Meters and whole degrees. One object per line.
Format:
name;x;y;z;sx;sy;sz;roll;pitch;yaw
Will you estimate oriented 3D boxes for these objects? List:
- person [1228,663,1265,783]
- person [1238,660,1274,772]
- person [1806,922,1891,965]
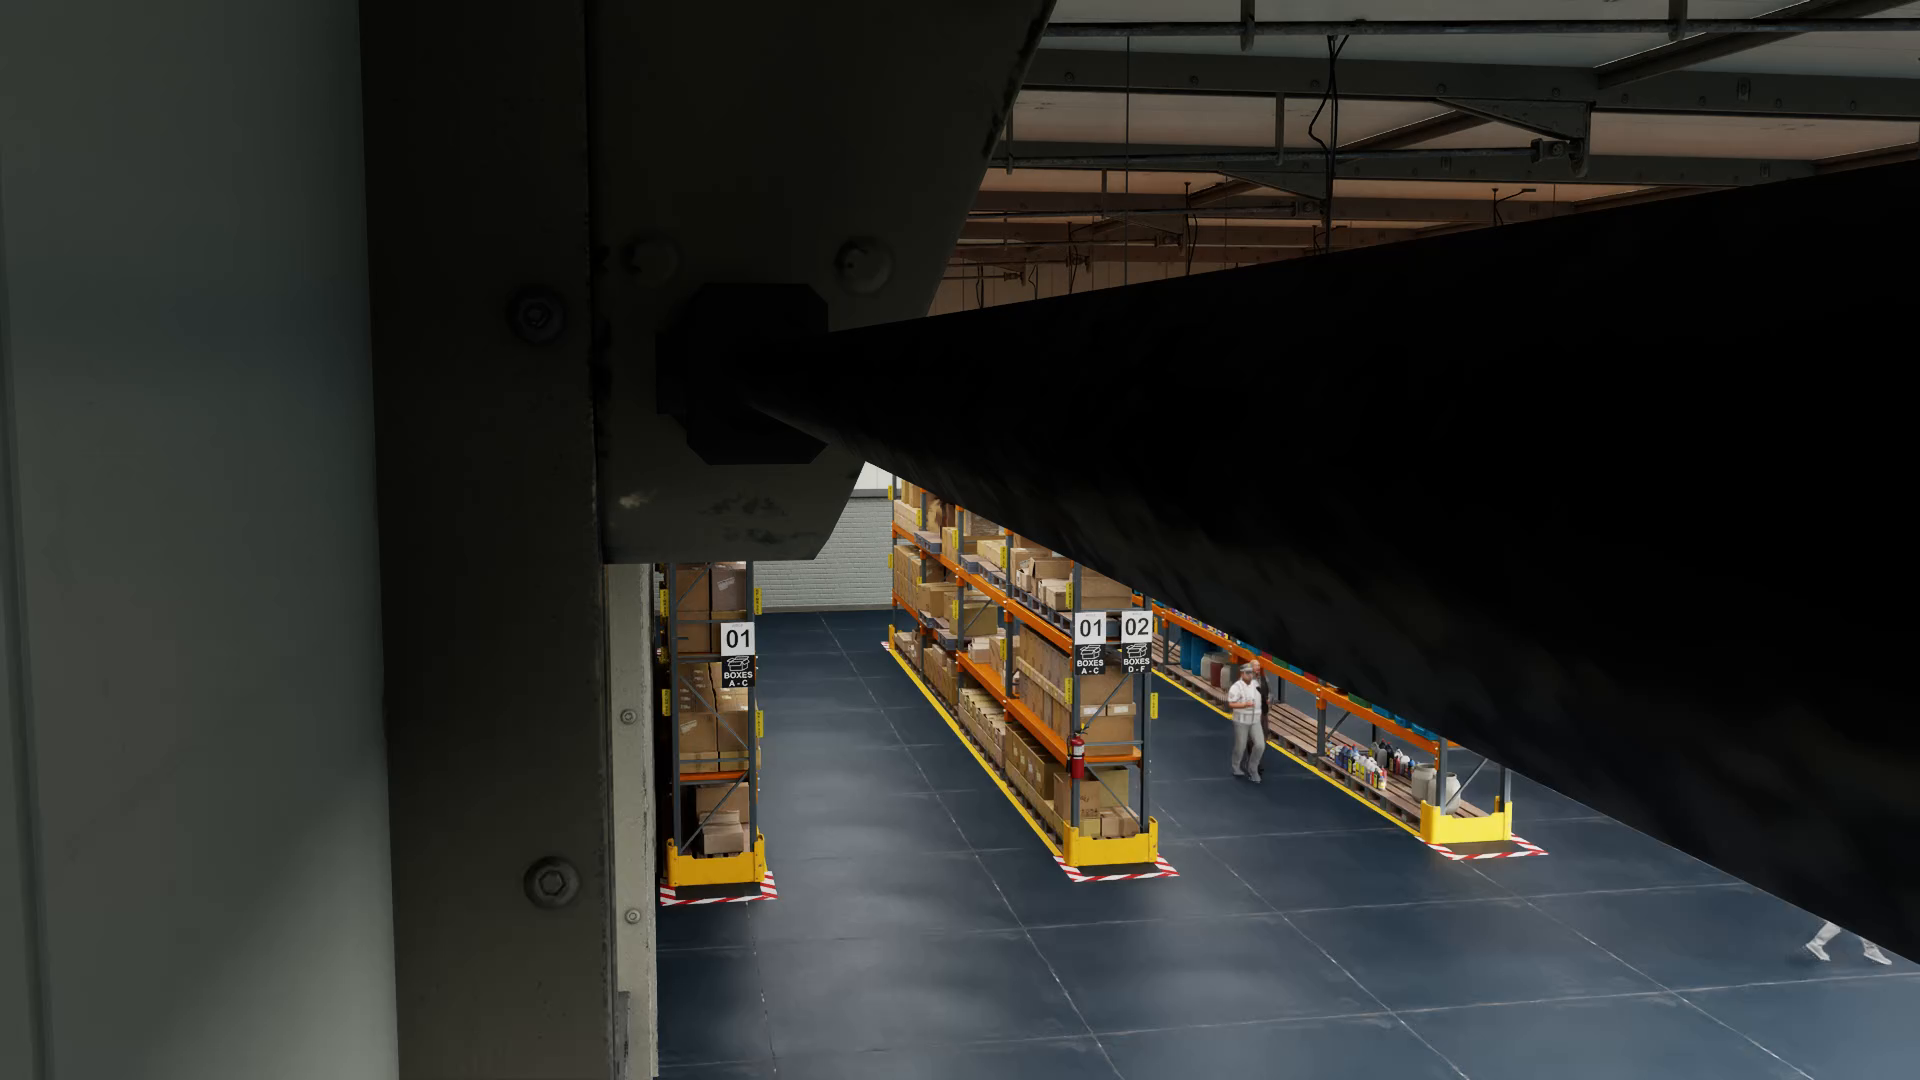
person;4.326;2.756;25.039;0.626;1.836;0.727;-2;6;-17
person;4.563;2.703;25.846;0.668;1.687;0.803;-1;6;-12
person;9.319;3.608;17.359;0.896;1.705;0.574;1;6;9
